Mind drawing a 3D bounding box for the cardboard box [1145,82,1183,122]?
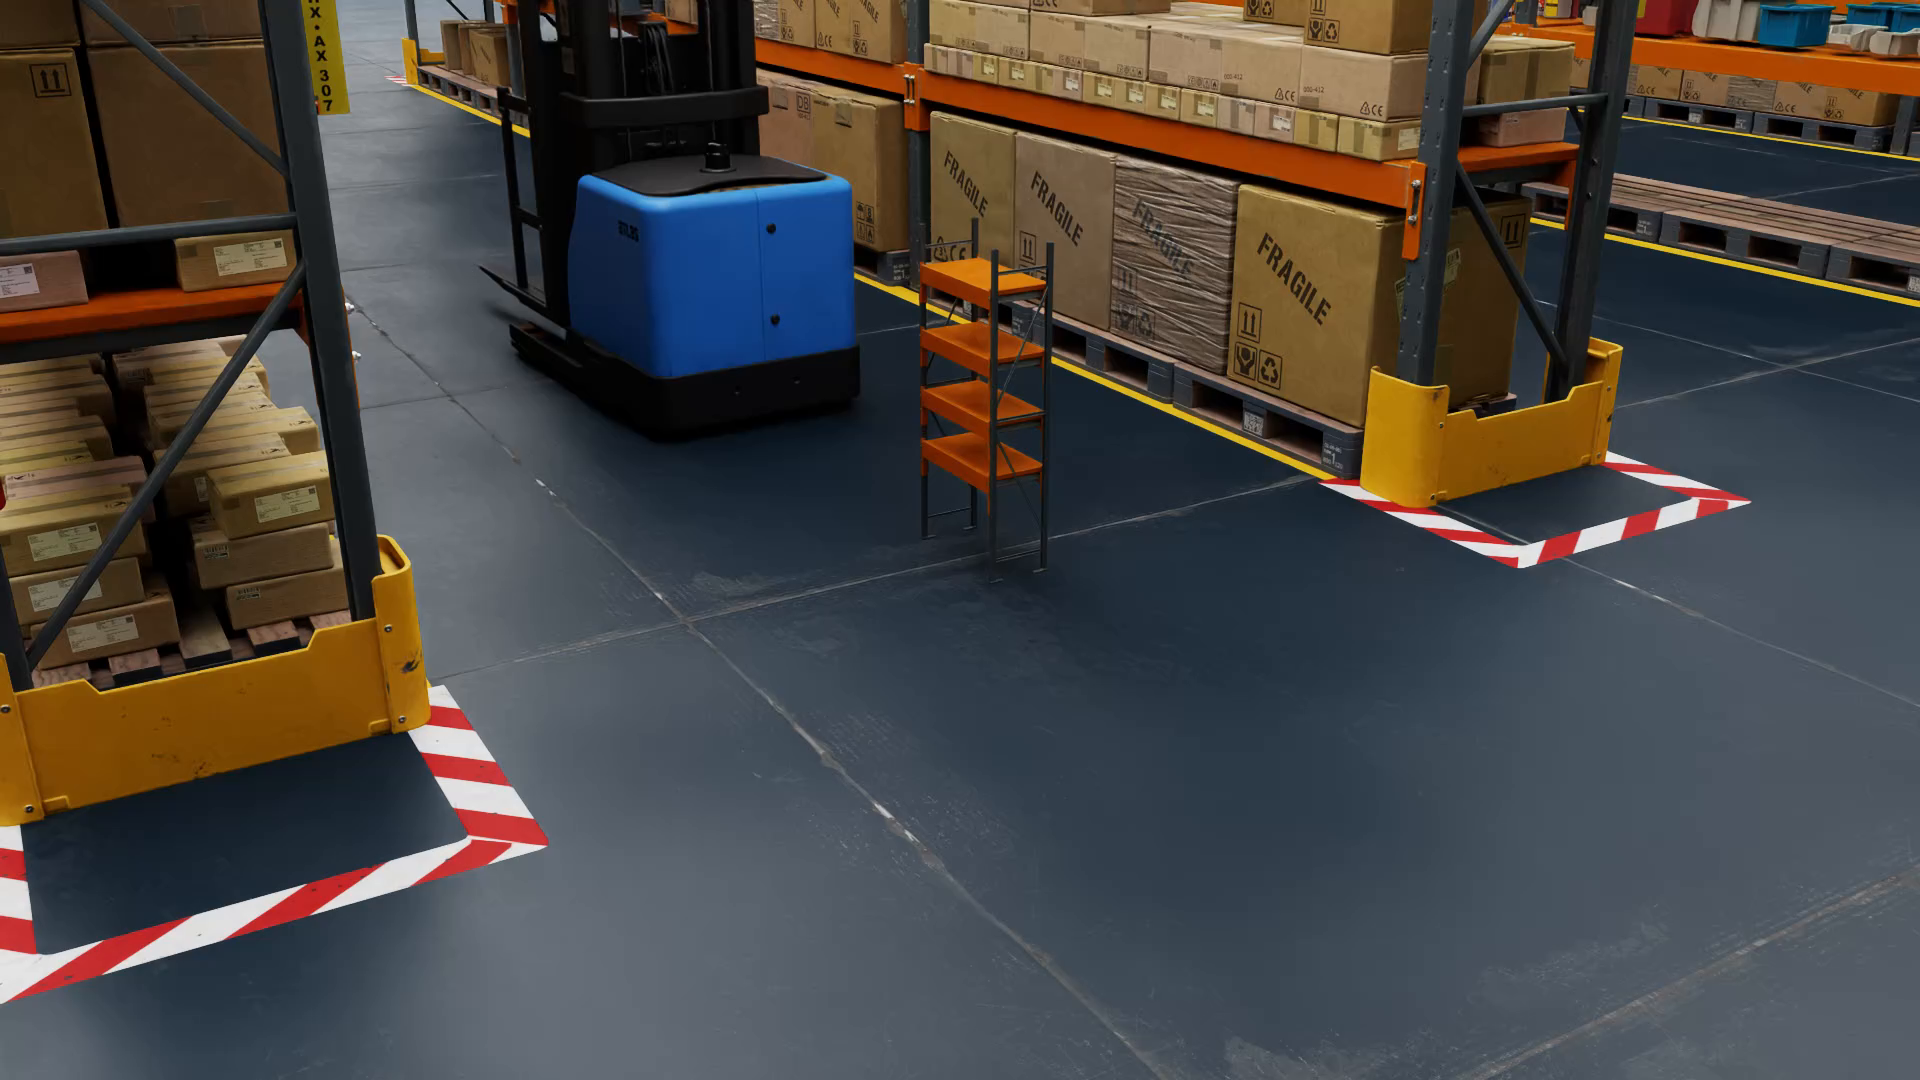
[{"bbox_3d":[1.080,-2.031,7.657,0.380,0.149,0.250,-13,25,-28],"label":"cardboard box"}]

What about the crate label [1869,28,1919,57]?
[{"bbox_3d":[5.588,-2.950,9.857,0.396,0.136,0.243,-13,25,-28],"label":"crate label"}]

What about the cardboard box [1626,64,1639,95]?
[{"bbox_3d":[6.892,-4.850,16.995,0.500,0.500,0.500,-14,26,-30],"label":"cardboard box"}]

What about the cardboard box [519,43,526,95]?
[{"bbox_3d":[-4.099,-4.739,16.749,0.500,0.500,0.500,-13,26,-30],"label":"cardboard box"}]

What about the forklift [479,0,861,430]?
[{"bbox_3d":[-1.689,-2.342,8.181,1.130,2.935,3.031,-14,26,-30],"label":"forklift"}]

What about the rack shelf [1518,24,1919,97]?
[{"bbox_3d":[5.437,-2.948,10.535,1.077,0.370,4.000,-13,25,-28],"label":"rack shelf"}]

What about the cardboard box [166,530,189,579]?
[{"bbox_3d":[-2.444,-0.013,5.587,0.380,0.149,0.250,-12,25,-28],"label":"cardboard box"}]

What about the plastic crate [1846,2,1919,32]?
[{"bbox_3d":[5.790,-3.250,10.467,0.416,0.233,0.300,-13,25,-28],"label":"plastic crate"}]

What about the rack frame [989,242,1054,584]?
[{"bbox_3d":[0.209,-0.423,5.759,0.240,1.200,0.015,-13,25,-28],"label":"rack frame"}]

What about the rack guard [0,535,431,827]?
[{"bbox_3d":[-2.153,0.374,4.728,1.175,0.500,0.348,-13,25,-28],"label":"rack guard"}]

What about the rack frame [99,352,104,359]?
[{"bbox_3d":[-4.158,-2.054,7.382,1.000,3.000,0.127,-13,25,-28],"label":"rack frame"}]

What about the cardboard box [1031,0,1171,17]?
[{"bbox_3d":[0.697,-2.859,8.169,0.500,0.500,0.500,-14,26,-30],"label":"cardboard box"}]

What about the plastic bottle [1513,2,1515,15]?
[{"bbox_3d":[4.222,-4.148,12.797,0.097,0.201,0.097,0,22,0],"label":"plastic bottle"}]

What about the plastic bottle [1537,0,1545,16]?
[{"bbox_3d":[4.453,-4.114,12.713,0.097,0.201,0.097,0,22,0],"label":"plastic bottle"}]

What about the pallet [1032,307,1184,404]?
[{"bbox_3d":[1.106,-1.027,8.559,1.003,0.211,1.213,-13,25,-28],"label":"pallet"}]

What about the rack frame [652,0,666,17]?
[{"bbox_3d":[-1.885,-4.271,12.834,1.000,3.000,0.127,-13,25,-28],"label":"rack frame"}]

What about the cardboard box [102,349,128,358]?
[{"bbox_3d":[-3.389,-0.885,6.945,0.380,0.149,0.250,-12,25,-27],"label":"cardboard box"}]

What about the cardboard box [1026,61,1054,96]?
[{"bbox_3d":[0.559,-2.362,8.472,0.380,0.149,0.250,-13,25,-29],"label":"cardboard box"}]

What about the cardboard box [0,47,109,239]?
[{"bbox_3d":[-2.565,-1.040,4.358,0.500,0.500,0.500,-12,25,-27],"label":"cardboard box"}]

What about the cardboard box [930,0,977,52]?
[{"bbox_3d":[0.173,-2.842,9.123,0.500,0.250,0.500,-13,26,-29],"label":"cardboard box"}]

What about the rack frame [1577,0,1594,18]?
[{"bbox_3d":[6.633,-6.175,17.519,1.000,3.000,0.127,-13,25,-28],"label":"rack frame"}]

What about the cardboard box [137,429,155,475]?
[{"bbox_3d":[-2.709,-0.323,5.957,0.380,0.149,0.250,-14,26,-31],"label":"cardboard box"}]

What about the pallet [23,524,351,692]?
[{"bbox_3d":[-2.538,0.238,5.446,1.003,0.211,1.213,-13,25,-28],"label":"pallet"}]

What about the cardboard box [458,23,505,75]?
[{"bbox_3d":[-5.333,-5.504,18.632,0.500,0.500,0.500,-6,23,-14],"label":"cardboard box"}]

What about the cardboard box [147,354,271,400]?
[{"bbox_3d":[-2.779,-0.566,6.159,0.380,0.149,0.250,-12,25,-27],"label":"cardboard box"}]

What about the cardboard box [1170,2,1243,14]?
[{"bbox_3d":[1.136,-2.619,8.576,0.500,0.250,0.500,-12,25,-27],"label":"cardboard box"}]

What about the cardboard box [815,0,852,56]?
[{"bbox_3d":[-0.563,-3.282,10.271,0.500,0.500,0.500,-12,25,-27],"label":"cardboard box"}]

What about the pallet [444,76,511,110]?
[{"bbox_3d":[-4.929,-4.880,18.036,1.003,0.211,1.213,-13,25,-28],"label":"pallet"}]

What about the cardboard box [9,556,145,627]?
[{"bbox_3d":[-2.630,0.113,4.883,0.380,0.149,0.250,-13,26,-30],"label":"cardboard box"}]

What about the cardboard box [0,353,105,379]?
[{"bbox_3d":[-3.476,-0.629,6.314,0.380,0.149,0.250,-14,26,-30],"label":"cardboard box"}]

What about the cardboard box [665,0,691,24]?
[{"bbox_3d":[-1.871,-4.107,12.300,0.500,0.500,0.500,-12,25,-27],"label":"cardboard box"}]

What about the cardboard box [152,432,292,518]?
[{"bbox_3d":[-2.334,-0.210,5.283,0.380,0.149,0.250,-12,25,-27],"label":"cardboard box"}]

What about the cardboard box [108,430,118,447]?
[{"bbox_3d":[-3.600,-0.439,6.636,0.380,0.149,0.250,-14,26,-30],"label":"cardboard box"}]

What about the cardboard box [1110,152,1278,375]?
[{"bbox_3d":[1.341,-1.377,7.981,0.875,0.875,0.875,-13,25,-28],"label":"cardboard box"}]

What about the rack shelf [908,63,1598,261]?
[{"bbox_3d":[1.179,-1.995,8.191,1.077,0.370,4.000,-13,25,-28],"label":"rack shelf"}]

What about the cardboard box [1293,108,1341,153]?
[{"bbox_3d":[1.602,-1.700,6.844,0.380,0.149,0.250,-12,25,-28],"label":"cardboard box"}]

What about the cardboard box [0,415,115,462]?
[{"bbox_3d":[-3.001,-0.279,5.454,0.380,0.149,0.250,-14,26,-30],"label":"cardboard box"}]

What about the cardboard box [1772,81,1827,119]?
[{"bbox_3d":[7.932,-4.192,15.377,0.500,0.500,0.500,-13,25,-28],"label":"cardboard box"}]

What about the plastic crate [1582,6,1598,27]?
[{"bbox_3d":[4.531,-3.656,11.593,0.396,0.136,0.243,-13,25,-28],"label":"plastic crate"}]

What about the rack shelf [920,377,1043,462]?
[{"bbox_3d":[0.085,-0.440,5.979,0.258,0.148,0.480,-13,25,-28],"label":"rack shelf"}]

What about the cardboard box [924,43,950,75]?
[{"bbox_3d":[0.023,-2.700,9.303,0.380,0.149,0.250,-13,25,-28],"label":"cardboard box"}]

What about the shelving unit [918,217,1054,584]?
[{"bbox_3d":[0.085,-0.502,5.954,0.258,1.200,0.503,-13,25,-28],"label":"shelving unit"}]

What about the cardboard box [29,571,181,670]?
[{"bbox_3d":[-2.563,0.236,4.975,0.380,0.149,0.250,-12,25,-27],"label":"cardboard box"}]

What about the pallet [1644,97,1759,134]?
[{"bbox_3d":[7.601,-4.239,16.461,1.003,0.211,1.213,-13,25,-28],"label":"pallet"}]

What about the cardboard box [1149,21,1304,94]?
[{"bbox_3d":[1.207,-2.184,7.505,0.500,0.250,0.500,-14,26,-30],"label":"cardboard box"}]

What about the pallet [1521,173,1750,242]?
[{"bbox_3d":[4.825,-2.406,11.950,1.003,0.211,1.213,-13,25,-28],"label":"pallet"}]

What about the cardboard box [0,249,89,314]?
[{"bbox_3d":[-2.524,-0.694,4.370,0.380,0.149,0.250,-13,25,-28],"label":"cardboard box"}]
